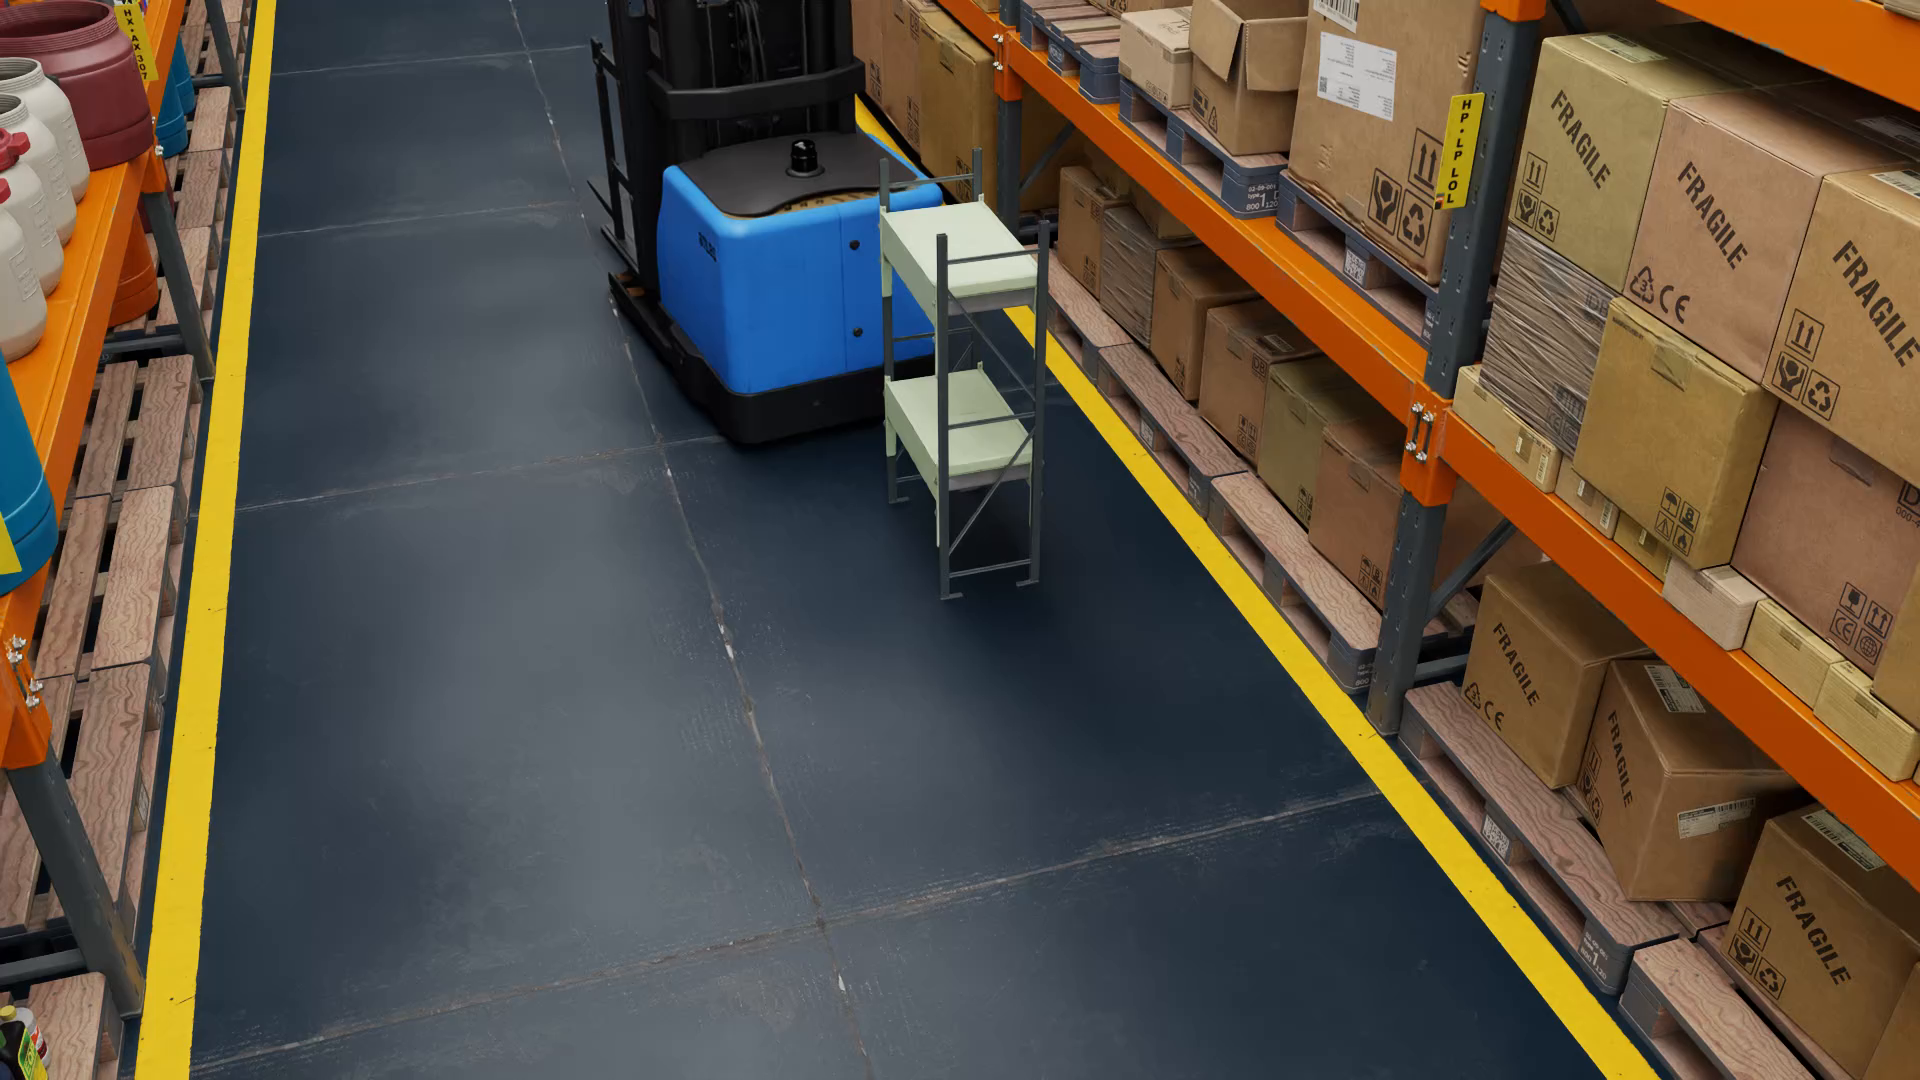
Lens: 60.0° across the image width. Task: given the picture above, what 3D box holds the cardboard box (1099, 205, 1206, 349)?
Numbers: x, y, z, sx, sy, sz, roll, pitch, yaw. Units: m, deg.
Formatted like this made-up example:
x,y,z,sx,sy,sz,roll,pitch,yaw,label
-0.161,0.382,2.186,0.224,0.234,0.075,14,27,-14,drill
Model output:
x,y,z,sx,sy,sz,roll,pitch,yaw,label
1.092,-1.288,7.847,0.700,0.500,0.500,-13,36,-19,cardboard box

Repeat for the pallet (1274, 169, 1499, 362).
x,y,z,sx,sy,sz,roll,pitch,yaw,label
1.813,-1.030,5.763,1.003,0.211,1.213,-10,35,-15,pallet

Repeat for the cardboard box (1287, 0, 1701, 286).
x,y,z,sx,sy,sz,roll,pitch,yaw,label
1.798,-1.551,5.451,1.000,1.000,1.000,-10,35,-14,cardboard box

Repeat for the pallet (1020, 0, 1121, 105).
x,y,z,sx,sy,sz,roll,pitch,yaw,label
1.006,-2.349,7.757,1.213,0.211,1.003,-10,35,-15,pallet

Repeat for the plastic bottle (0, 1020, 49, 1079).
x,y,z,sx,sy,sz,roll,pitch,yaw,label
-2.349,1.295,4.134,0.061,0.283,0.133,-8,34,-12,plastic bottle

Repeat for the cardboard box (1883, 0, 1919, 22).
x,y,z,sx,sy,sz,roll,pitch,yaw,label
2.108,-1.055,3.041,0.500,0.250,0.500,-11,35,-17,cardboard box

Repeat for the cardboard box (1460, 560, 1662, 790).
x,y,z,sx,sy,sz,roll,pitch,yaw,label
1.991,0.400,5.311,0.500,0.500,0.500,-11,35,-16,cardboard box

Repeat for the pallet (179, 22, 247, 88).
x,y,z,sx,sy,sz,roll,pitch,yaw,label
-5.511,-3.268,11.504,1.003,0.211,1.213,-10,35,-15,pallet

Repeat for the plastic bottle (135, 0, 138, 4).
x,y,z,sx,sy,sz,roll,pitch,yaw,label
-4.115,-2.679,8.201,0.097,0.271,0.097,0,33,0,plastic bottle

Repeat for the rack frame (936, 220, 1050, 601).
x,y,z,sx,sy,sz,roll,pitch,yaw,label
0.114,-0.430,6.040,0.400,1.500,0.023,-10,35,-15,rack frame

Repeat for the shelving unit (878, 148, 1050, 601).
x,y,z,sx,sy,sz,roll,pitch,yaw,label
0.002,-0.622,6.331,0.431,1.500,0.755,-10,35,-15,shelving unit

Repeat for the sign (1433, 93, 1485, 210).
x,y,z,sx,sy,sz,roll,pitch,yaw,label
1.380,-1.073,4.602,0.100,0.325,0.005,-10,35,-15,sign

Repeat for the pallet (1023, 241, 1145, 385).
x,y,z,sx,sy,sz,roll,pitch,yaw,label
0.924,-1.211,8.391,1.003,0.211,1.213,-10,35,-15,pallet

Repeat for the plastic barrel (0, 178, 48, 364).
x,y,z,sx,sy,sz,roll,pitch,yaw,label
-3.116,-0.833,5.166,0.433,0.535,0.433,0,33,0,plastic barrel

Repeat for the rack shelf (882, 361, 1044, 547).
x,y,z,sx,sy,sz,roll,pitch,yaw,label
0.002,-0.350,6.511,0.431,0.370,0.720,-10,35,-15,rack shelf

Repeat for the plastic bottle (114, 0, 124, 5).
x,y,z,sx,sy,sz,roll,pitch,yaw,label
-3.995,-2.425,7.811,0.152,0.276,0.135,-10,35,-15,plastic bottle

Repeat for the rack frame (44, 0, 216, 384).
x,y,z,sx,sy,sz,roll,pitch,yaw,label
-4.030,-1.952,6.983,1.000,3.000,0.127,-10,35,-15,rack frame

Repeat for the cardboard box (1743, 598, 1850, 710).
x,y,z,sx,sy,sz,roll,pitch,yaw,label
2.091,0.236,3.900,0.380,0.149,0.250,-10,35,-15,cardboard box

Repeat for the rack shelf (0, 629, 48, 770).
x,y,z,sx,sy,sz,roll,pitch,yaw,label
-2.199,1.498,2.414,1.077,0.370,4.000,-10,35,-15,rack shelf

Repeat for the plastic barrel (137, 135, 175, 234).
x,y,z,sx,sy,sz,roll,pitch,yaw,label
-4.540,-1.968,8.814,0.600,0.588,0.708,-10,35,-15,plastic barrel

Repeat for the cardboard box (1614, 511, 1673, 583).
x,y,z,sx,sy,sz,roll,pitch,yaw,label
1.938,-0.027,4.298,0.380,0.149,0.250,-10,35,-15,cardboard box

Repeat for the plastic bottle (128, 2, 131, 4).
x,y,z,sx,sy,sz,roll,pitch,yaw,label
-4.045,-2.529,8.037,0.097,0.201,0.097,0,33,0,plastic bottle

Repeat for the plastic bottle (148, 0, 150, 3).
x,y,z,sx,sy,sz,roll,pitch,yaw,label
-4.277,-2.910,8.545,0.152,0.276,0.135,-10,35,-15,plastic bottle

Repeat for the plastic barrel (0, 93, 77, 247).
x,y,z,sx,sy,sz,roll,pitch,yaw,label
-3.384,-1.273,5.855,0.421,0.512,0.421,0,33,0,plastic barrel

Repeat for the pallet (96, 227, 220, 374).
x,y,z,sx,sy,sz,roll,pitch,yaw,label
-4.310,-1.195,8.368,1.003,0.211,1.213,-10,35,-15,pallet

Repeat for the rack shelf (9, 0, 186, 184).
x,y,z,sx,sy,sz,roll,pitch,yaw,label
-4.640,-2.702,8.771,1.077,0.370,4.000,-10,35,-15,rack shelf

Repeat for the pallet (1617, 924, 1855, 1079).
x,y,z,sx,sy,sz,roll,pitch,yaw,label
2.522,1.467,4.338,1.003,0.211,1.213,-10,35,-15,pallet

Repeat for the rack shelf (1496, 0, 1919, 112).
x,y,z,sx,sy,sz,roll,pitch,yaw,label
2.517,-0.586,2.848,1.077,0.370,4.000,-10,35,-15,rack shelf

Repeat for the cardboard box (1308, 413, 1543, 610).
x,y,z,sx,sy,sz,roll,pitch,yaw,label
1.741,-0.151,6.127,0.700,0.500,0.500,-13,36,-18,cardboard box

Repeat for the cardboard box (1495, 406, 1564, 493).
x,y,z,sx,sy,sz,roll,pitch,yaw,label
1.750,-0.283,4.685,0.380,0.149,0.250,-10,35,-15,cardboard box

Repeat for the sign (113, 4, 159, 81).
x,y,z,sx,sy,sz,roll,pitch,yaw,label
-3.508,-2.116,7.084,0.100,0.325,0.005,-10,35,-15,sign

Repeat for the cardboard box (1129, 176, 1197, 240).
x,y,z,sx,sy,sz,roll,pitch,yaw,label
1.092,-1.615,7.661,0.500,0.250,0.500,-6,34,-9,cardboard box

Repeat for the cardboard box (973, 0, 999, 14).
x,y,z,sx,sy,sz,roll,pitch,yaw,label
0.301,-3.044,8.545,0.500,0.500,0.500,-9,35,-13,cardboard box

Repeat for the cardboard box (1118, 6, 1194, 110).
x,y,z,sx,sy,sz,roll,pitch,yaw,label
0.979,-1.979,6.779,0.500,0.250,0.500,-11,35,-16,cardboard box

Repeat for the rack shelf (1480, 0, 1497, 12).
x,y,z,sx,sy,sz,roll,pitch,yaw,label
1.297,-2.686,6.026,1.077,0.370,4.000,-10,35,-15,rack shelf

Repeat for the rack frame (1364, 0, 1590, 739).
x,y,z,sx,sy,sz,roll,pitch,yaw,label
1.907,-0.685,5.065,1.000,3.000,0.127,-10,35,-15,rack frame

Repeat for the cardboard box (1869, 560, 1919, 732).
x,y,z,sx,sy,sz,roll,pitch,yaw,label
2.466,0.180,3.397,0.875,0.500,0.500,-10,35,-15,cardboard box

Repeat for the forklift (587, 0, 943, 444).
x,y,z,sx,sy,sz,roll,pitch,yaw,label
-1.157,-2.439,7.783,1.130,2.935,3.031,-15,36,-22,forklift

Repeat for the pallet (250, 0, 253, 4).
x,y,z,sx,sy,sz,roll,pitch,yaw,label
-6.255,-4.549,13.443,1.003,0.211,1.213,-10,35,-15,pallet

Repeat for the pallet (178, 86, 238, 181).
x,y,z,sx,sy,sz,roll,pitch,yaw,label
-5.054,-2.477,10.306,1.003,0.211,1.213,-10,35,-15,pallet

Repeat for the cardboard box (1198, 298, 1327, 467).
x,y,z,sx,sy,sz,roll,pitch,yaw,label
1.442,-0.699,6.955,0.700,0.500,0.500,-13,36,-19,cardboard box

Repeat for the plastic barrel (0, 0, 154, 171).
x,y,z,sx,sy,sz,roll,pitch,yaw,label
-3.600,-1.816,6.654,0.600,0.536,0.708,-10,35,-15,plastic barrel

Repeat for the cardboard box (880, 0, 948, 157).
x,y,z,sx,sy,sz,roll,pitch,yaw,label
0.232,-2.909,9.977,1.225,0.875,0.875,-10,35,-15,cardboard box

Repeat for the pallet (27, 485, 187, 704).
x,y,z,sx,sy,sz,roll,pitch,yaw,label
-3.462,0.264,6.159,1.003,0.211,1.213,-10,35,-15,pallet

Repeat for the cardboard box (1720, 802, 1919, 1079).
x,y,z,sx,sy,sz,roll,pitch,yaw,label
2.437,1.012,4.384,0.500,0.500,0.500,-13,36,-19,cardboard box

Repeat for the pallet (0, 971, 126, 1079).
x,y,z,sx,sy,sz,roll,pitch,yaw,label
-2.644,1.671,4.029,1.003,0.211,1.213,-10,35,-15,pallet

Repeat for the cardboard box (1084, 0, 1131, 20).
x,y,z,sx,sy,sz,roll,pitch,yaw,label
0.890,-2.725,7.681,0.500,0.500,0.500,-14,36,-21,cardboard box

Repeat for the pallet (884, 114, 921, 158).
x,y,z,sx,sy,sz,roll,pitch,yaw,label
0.150,-2.687,10.626,1.003,0.211,1.213,-10,35,-15,pallet

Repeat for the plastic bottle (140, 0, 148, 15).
x,y,z,sx,sy,sz,roll,pitch,yaw,label
-4.163,-2.799,8.371,0.061,0.283,0.133,-10,35,-15,plastic bottle

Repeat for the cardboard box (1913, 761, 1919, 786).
x,y,z,sx,sy,sz,roll,pitch,yaw,label
2.276,0.492,3.512,0.380,0.149,0.250,-10,35,-15,cardboard box

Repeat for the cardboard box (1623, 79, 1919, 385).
x,y,z,sx,sy,sz,roll,pitch,yaw,label
1.956,-0.726,3.861,0.500,0.500,0.500,-10,35,-15,cardboard box

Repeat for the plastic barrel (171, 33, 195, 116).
x,y,z,sx,sy,sz,roll,pitch,yaw,label
-5.100,-3.063,10.187,0.600,0.901,0.708,-10,35,-15,plastic barrel

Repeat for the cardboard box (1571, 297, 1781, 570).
x,y,z,sx,sy,sz,roll,pitch,yaw,label
2.105,-0.335,4.176,0.875,0.500,0.500,-10,35,-15,cardboard box
